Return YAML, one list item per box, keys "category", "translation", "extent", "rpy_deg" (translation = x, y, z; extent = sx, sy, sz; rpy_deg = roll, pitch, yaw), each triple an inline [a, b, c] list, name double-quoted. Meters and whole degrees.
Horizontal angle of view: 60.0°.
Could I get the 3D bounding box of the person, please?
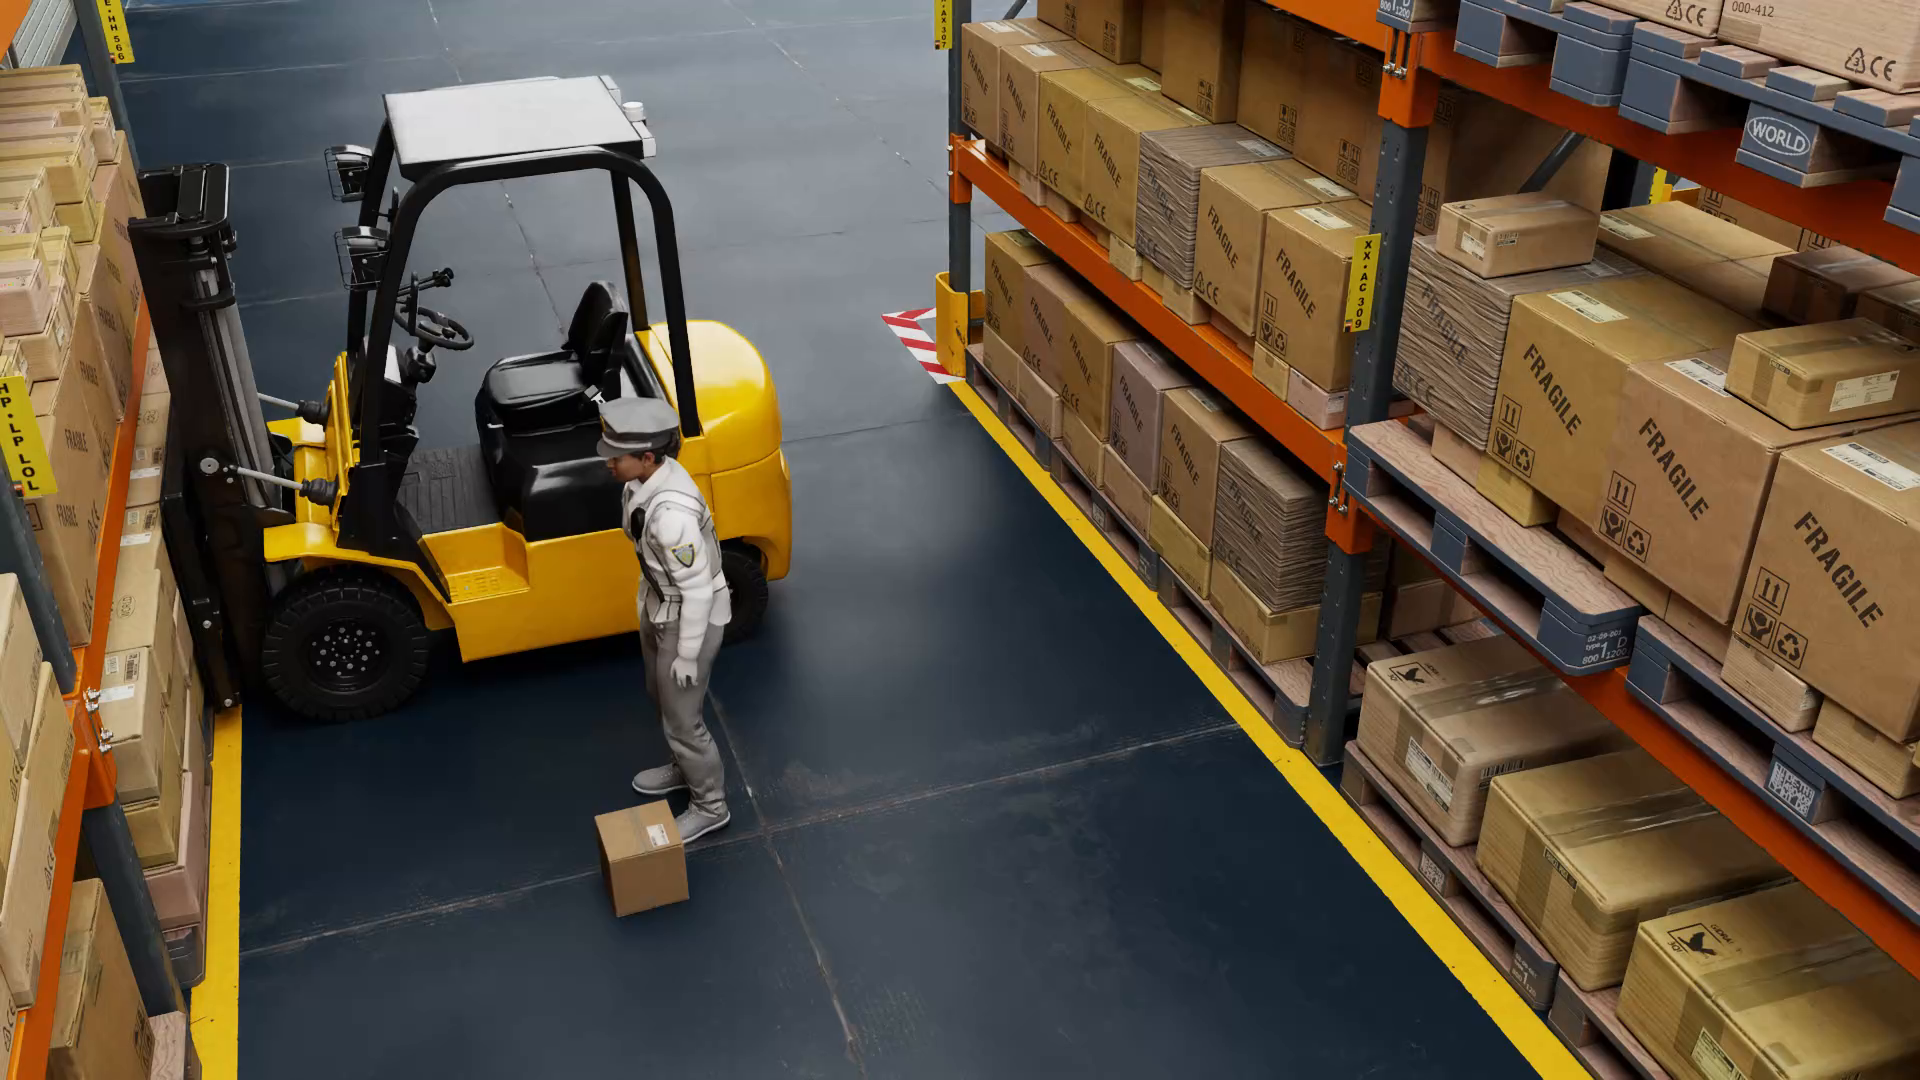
- category: "person"
  translation: [-0.975, 0.278, 5.644]
  extent: [0.376, 1.663, 0.544]
  rpy_deg: [-13, 32, -21]
